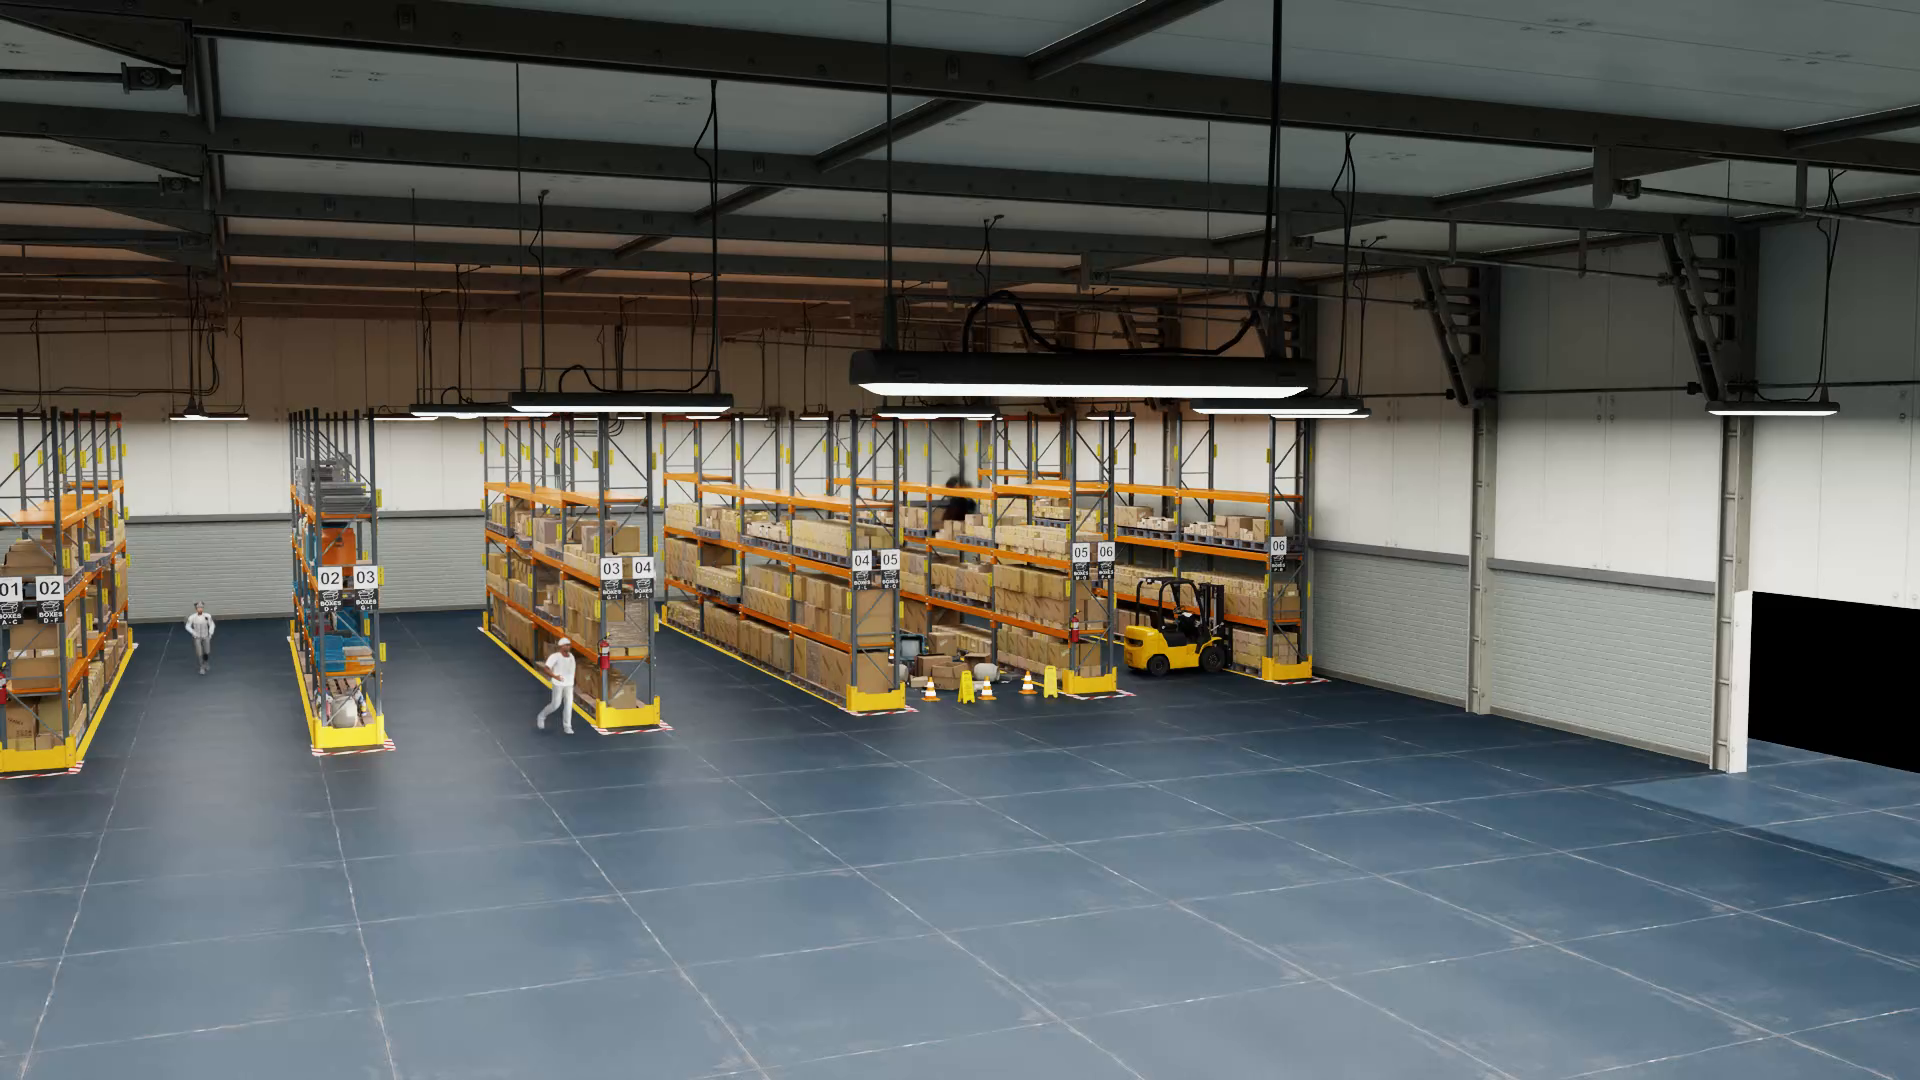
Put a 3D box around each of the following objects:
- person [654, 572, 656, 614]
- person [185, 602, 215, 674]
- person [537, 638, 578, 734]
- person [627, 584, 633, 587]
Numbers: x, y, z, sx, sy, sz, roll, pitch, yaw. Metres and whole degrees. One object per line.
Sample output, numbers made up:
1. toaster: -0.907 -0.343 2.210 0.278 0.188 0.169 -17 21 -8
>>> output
1. person: -9.135 1.468 48.432 0.724 1.810 0.710 4 6 45
2. person: -17.350 2.232 37.998 0.620 1.660 0.513 -2 5 -28
3. person: -7.347 2.682 30.845 0.962 1.728 0.764 3 5 40
4. person: -9.067 1.675 45.955 0.689 1.787 0.637 -1 4 -17
